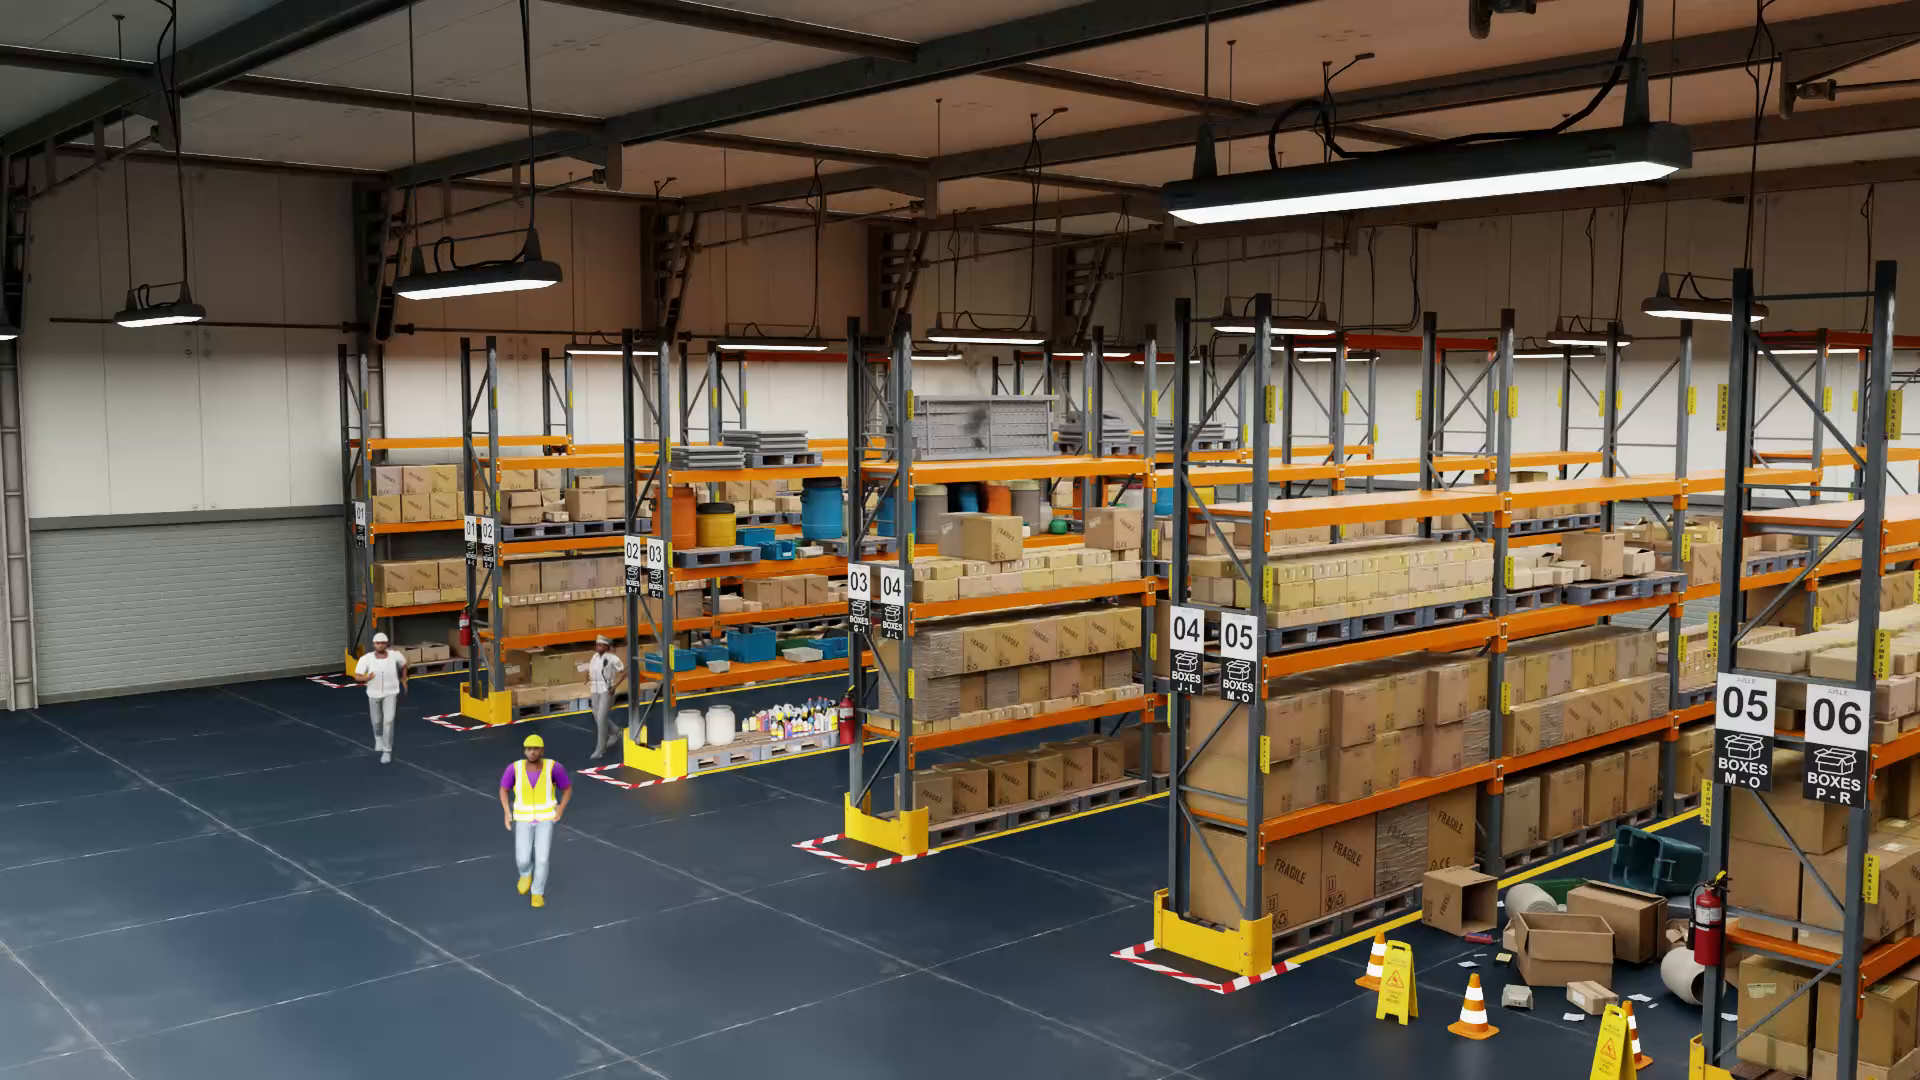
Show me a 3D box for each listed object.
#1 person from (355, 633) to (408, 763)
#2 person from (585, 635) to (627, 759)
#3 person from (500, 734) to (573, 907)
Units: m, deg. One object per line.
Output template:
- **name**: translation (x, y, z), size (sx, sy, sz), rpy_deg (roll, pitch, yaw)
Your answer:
- **person**: translation (-8.096, 2.167, 23.288), size (0.695, 1.763, 0.979), rpy_deg (-2, 5, -18)
- **person**: translation (-5.081, 2.203, 23.736), size (0.585, 1.736, 0.784), rpy_deg (3, 6, 30)
- **person**: translation (-4.266, 2.806, 16.759), size (0.715, 1.732, 0.577), rpy_deg (-1, 5, -13)
